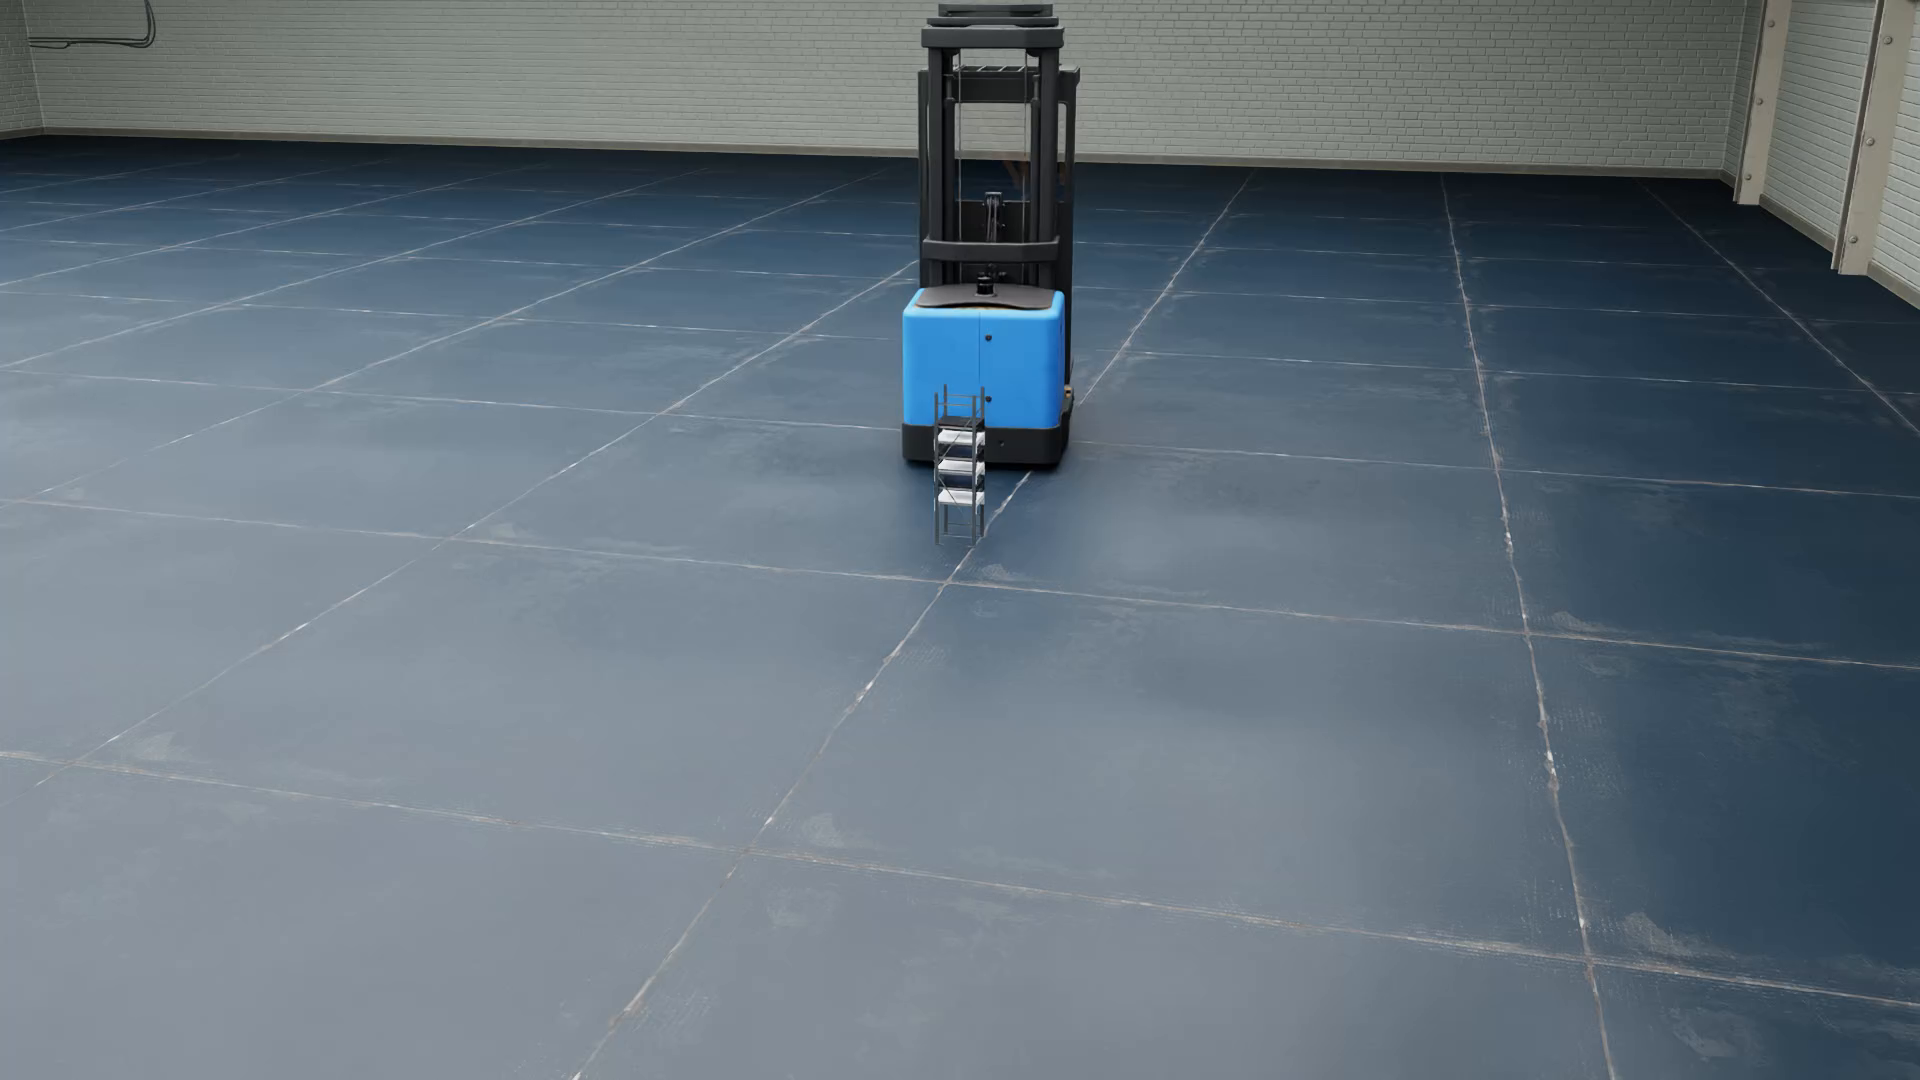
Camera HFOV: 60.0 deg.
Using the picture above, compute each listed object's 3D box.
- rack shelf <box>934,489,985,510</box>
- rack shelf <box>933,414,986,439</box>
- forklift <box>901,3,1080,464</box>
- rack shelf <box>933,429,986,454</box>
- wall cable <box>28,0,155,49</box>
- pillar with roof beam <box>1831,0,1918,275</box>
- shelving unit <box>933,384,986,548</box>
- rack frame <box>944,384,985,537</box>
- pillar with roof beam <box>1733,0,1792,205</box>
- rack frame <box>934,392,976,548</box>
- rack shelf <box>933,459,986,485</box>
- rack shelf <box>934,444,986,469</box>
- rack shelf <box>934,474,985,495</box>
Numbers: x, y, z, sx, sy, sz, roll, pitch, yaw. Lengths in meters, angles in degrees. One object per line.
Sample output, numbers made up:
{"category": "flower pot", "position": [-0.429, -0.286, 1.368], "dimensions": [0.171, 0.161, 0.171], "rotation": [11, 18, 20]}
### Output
{"category": "rack shelf", "position": [-0.002, -0.221, 9.604], "dimensions": [0.258, 0.077, 0.200], "rotation": [5, 19, 13]}
{"category": "rack shelf", "position": [-0.002, -0.647, 9.458], "dimensions": [0.258, 0.077, 0.200], "rotation": [5, 19, 13]}
{"category": "forklift", "position": [0.280, -2.319, 11.943], "dimensions": [1.130, 2.935, 3.031], "rotation": [2, 19, 6]}
{"category": "rack shelf", "position": [-0.002, -0.562, 9.487], "dimensions": [0.258, 0.077, 0.200], "rotation": [5, 19, 13]}
{"category": "wall cable", "position": [-17.251, -10.937, 32.590], "dimensions": [3.097, 2.526, 0.112], "rotation": [5, 19, 13]}
{"category": "pillar with roof beam", "position": [5.652, -7.559, 17.897], "dimensions": [9.100, 9.000, 0.400], "rotation": [5, 19, 13]}
{"category": "shelving unit", "position": [-0.002, -0.423, 9.535], "dimensions": [0.258, 0.900, 0.210], "rotation": [5, 19, 13]}
{"category": "rack frame", "position": [0.023, -0.455, 9.628], "dimensions": [0.240, 0.900, 0.006], "rotation": [5, 19, 13]}
{"category": "pillar with roof beam", "position": [7.118, -9.440, 23.403], "dimensions": [9.100, 9.000, 0.400], "rotation": [5, 19, 13]}
{"category": "rack frame", "position": [-0.027, -0.391, 9.441], "dimensions": [0.240, 0.900, 0.006], "rotation": [5, 19, 13]}
{"category": "rack shelf", "position": [-0.002, -0.392, 9.545], "dimensions": [0.258, 0.077, 0.200], "rotation": [5, 19, 13]}
{"category": "rack shelf", "position": [-0.002, -0.477, 9.516], "dimensions": [0.258, 0.077, 0.200], "rotation": [5, 19, 13]}
{"category": "rack shelf", "position": [-0.002, -0.307, 9.575], "dimensions": [0.258, 0.077, 0.200], "rotation": [5, 19, 13]}
